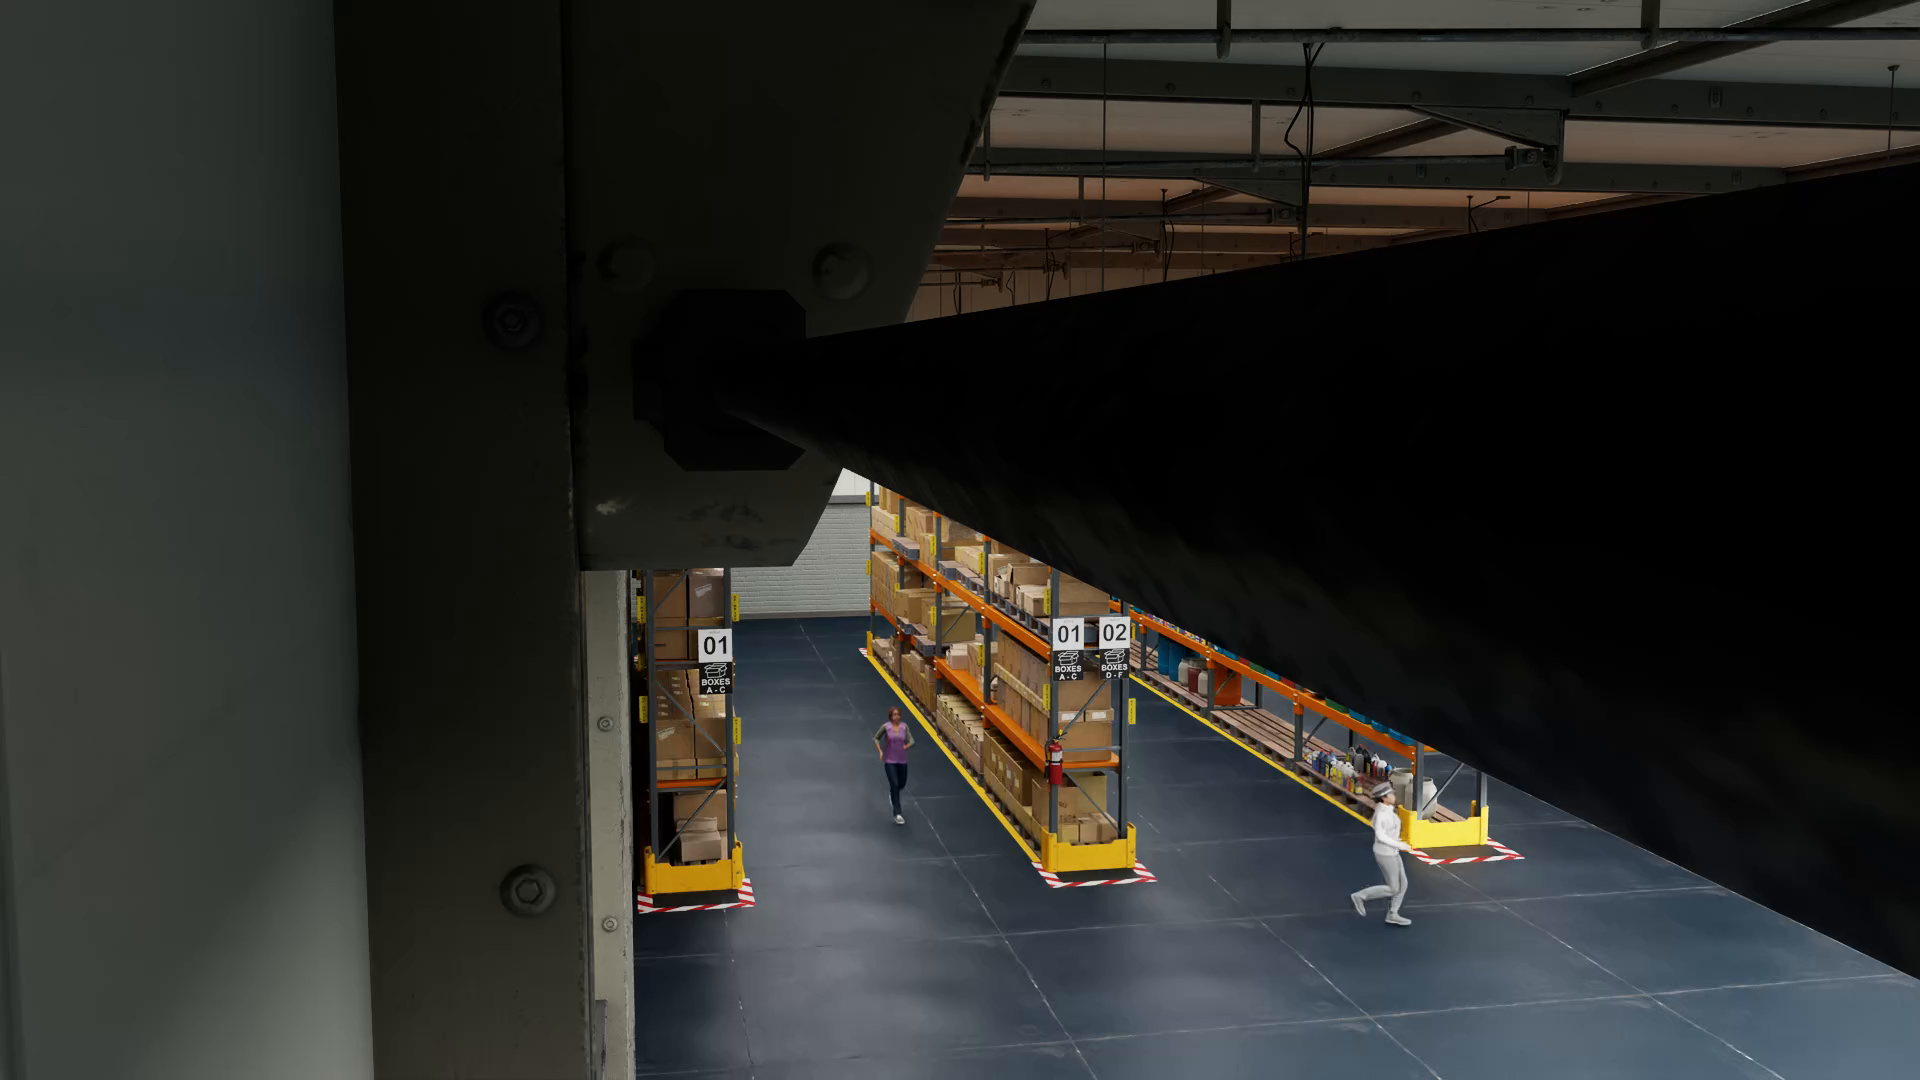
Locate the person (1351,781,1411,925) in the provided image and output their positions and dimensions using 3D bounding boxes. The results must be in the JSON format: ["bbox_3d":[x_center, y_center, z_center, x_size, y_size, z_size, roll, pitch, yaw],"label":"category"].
[{"bbox_3d":[4.797,3.541,18.874,0.674,1.646,0.621,2,6,14],"label":"person"}]

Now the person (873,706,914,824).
[{"bbox_3d":[-0.911,3.102,23.258,0.543,1.575,0.878,-2,6,-19],"label":"person"}]
